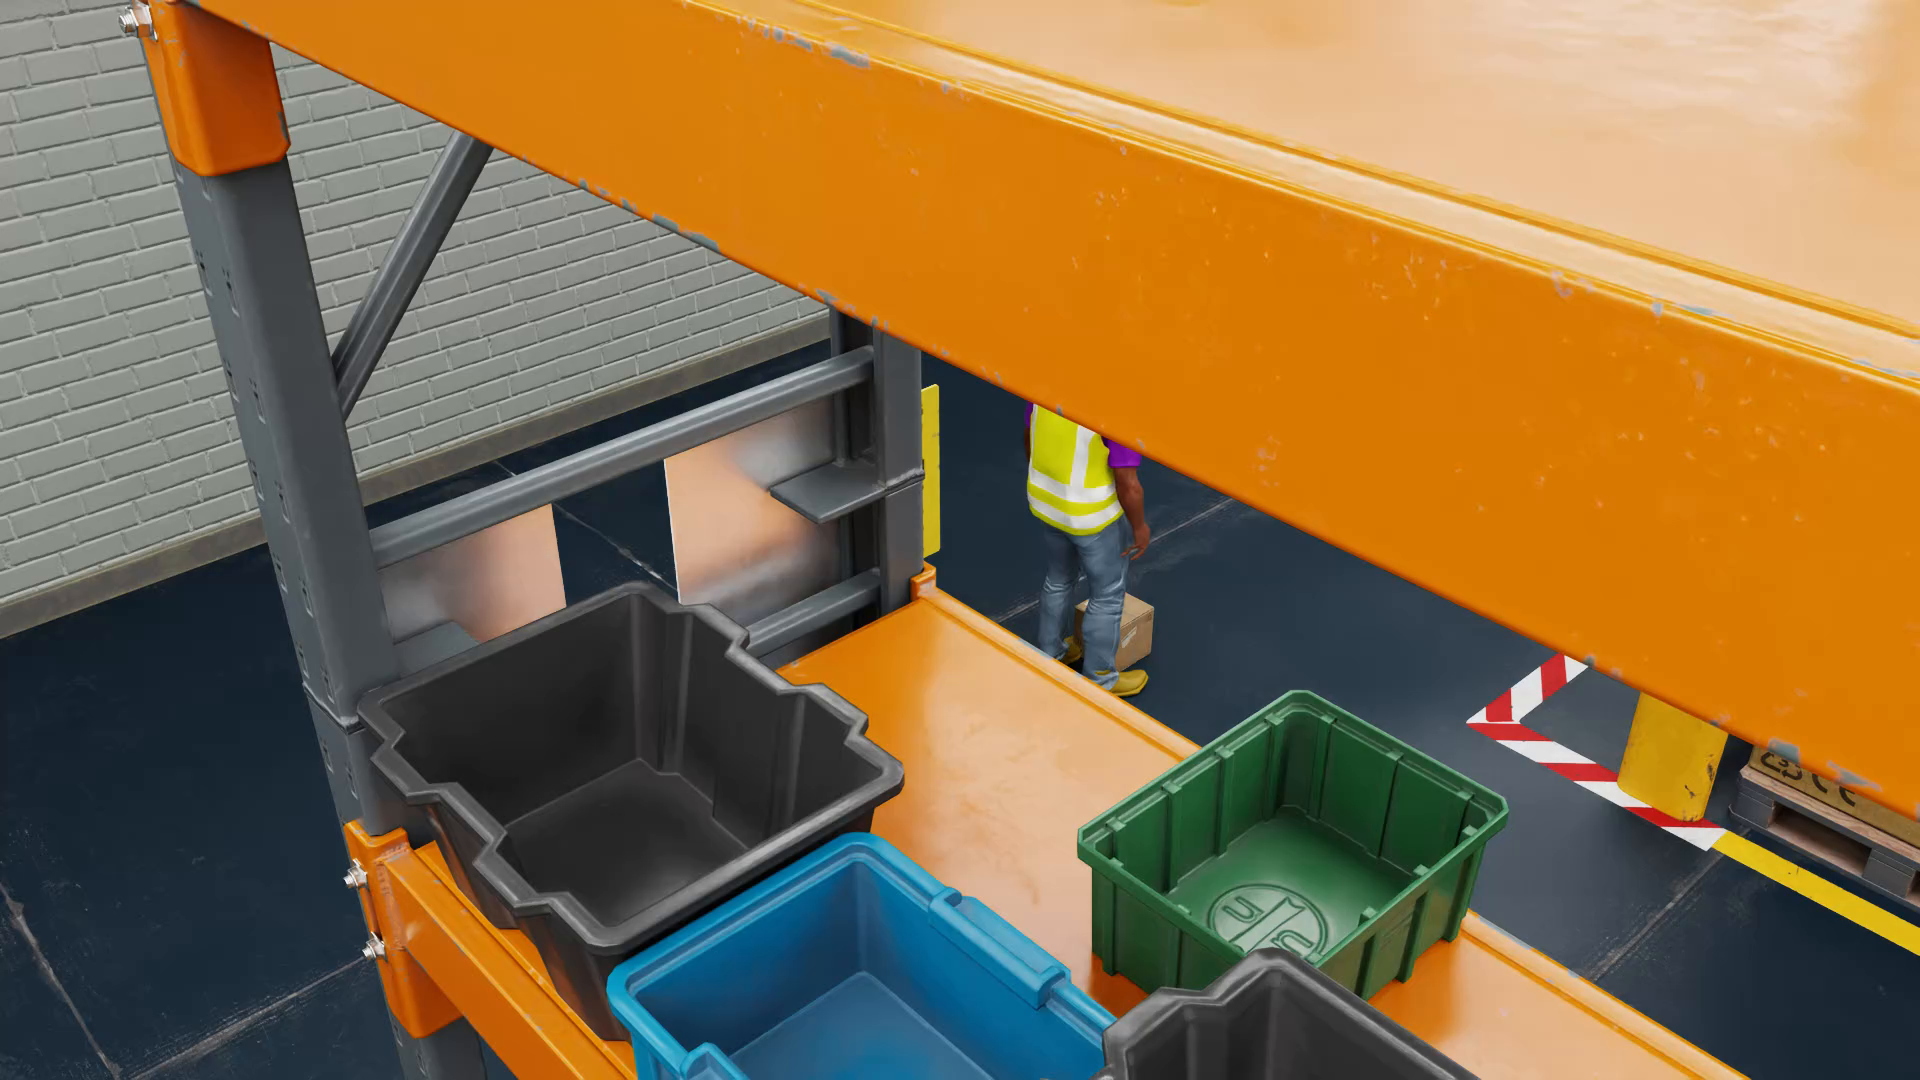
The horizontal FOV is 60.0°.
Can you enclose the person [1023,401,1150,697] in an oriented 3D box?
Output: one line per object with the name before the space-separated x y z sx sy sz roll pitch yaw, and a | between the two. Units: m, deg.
person | 0.525 -0.153 6.867 0.457 1.761 0.628 -26 40 -35
